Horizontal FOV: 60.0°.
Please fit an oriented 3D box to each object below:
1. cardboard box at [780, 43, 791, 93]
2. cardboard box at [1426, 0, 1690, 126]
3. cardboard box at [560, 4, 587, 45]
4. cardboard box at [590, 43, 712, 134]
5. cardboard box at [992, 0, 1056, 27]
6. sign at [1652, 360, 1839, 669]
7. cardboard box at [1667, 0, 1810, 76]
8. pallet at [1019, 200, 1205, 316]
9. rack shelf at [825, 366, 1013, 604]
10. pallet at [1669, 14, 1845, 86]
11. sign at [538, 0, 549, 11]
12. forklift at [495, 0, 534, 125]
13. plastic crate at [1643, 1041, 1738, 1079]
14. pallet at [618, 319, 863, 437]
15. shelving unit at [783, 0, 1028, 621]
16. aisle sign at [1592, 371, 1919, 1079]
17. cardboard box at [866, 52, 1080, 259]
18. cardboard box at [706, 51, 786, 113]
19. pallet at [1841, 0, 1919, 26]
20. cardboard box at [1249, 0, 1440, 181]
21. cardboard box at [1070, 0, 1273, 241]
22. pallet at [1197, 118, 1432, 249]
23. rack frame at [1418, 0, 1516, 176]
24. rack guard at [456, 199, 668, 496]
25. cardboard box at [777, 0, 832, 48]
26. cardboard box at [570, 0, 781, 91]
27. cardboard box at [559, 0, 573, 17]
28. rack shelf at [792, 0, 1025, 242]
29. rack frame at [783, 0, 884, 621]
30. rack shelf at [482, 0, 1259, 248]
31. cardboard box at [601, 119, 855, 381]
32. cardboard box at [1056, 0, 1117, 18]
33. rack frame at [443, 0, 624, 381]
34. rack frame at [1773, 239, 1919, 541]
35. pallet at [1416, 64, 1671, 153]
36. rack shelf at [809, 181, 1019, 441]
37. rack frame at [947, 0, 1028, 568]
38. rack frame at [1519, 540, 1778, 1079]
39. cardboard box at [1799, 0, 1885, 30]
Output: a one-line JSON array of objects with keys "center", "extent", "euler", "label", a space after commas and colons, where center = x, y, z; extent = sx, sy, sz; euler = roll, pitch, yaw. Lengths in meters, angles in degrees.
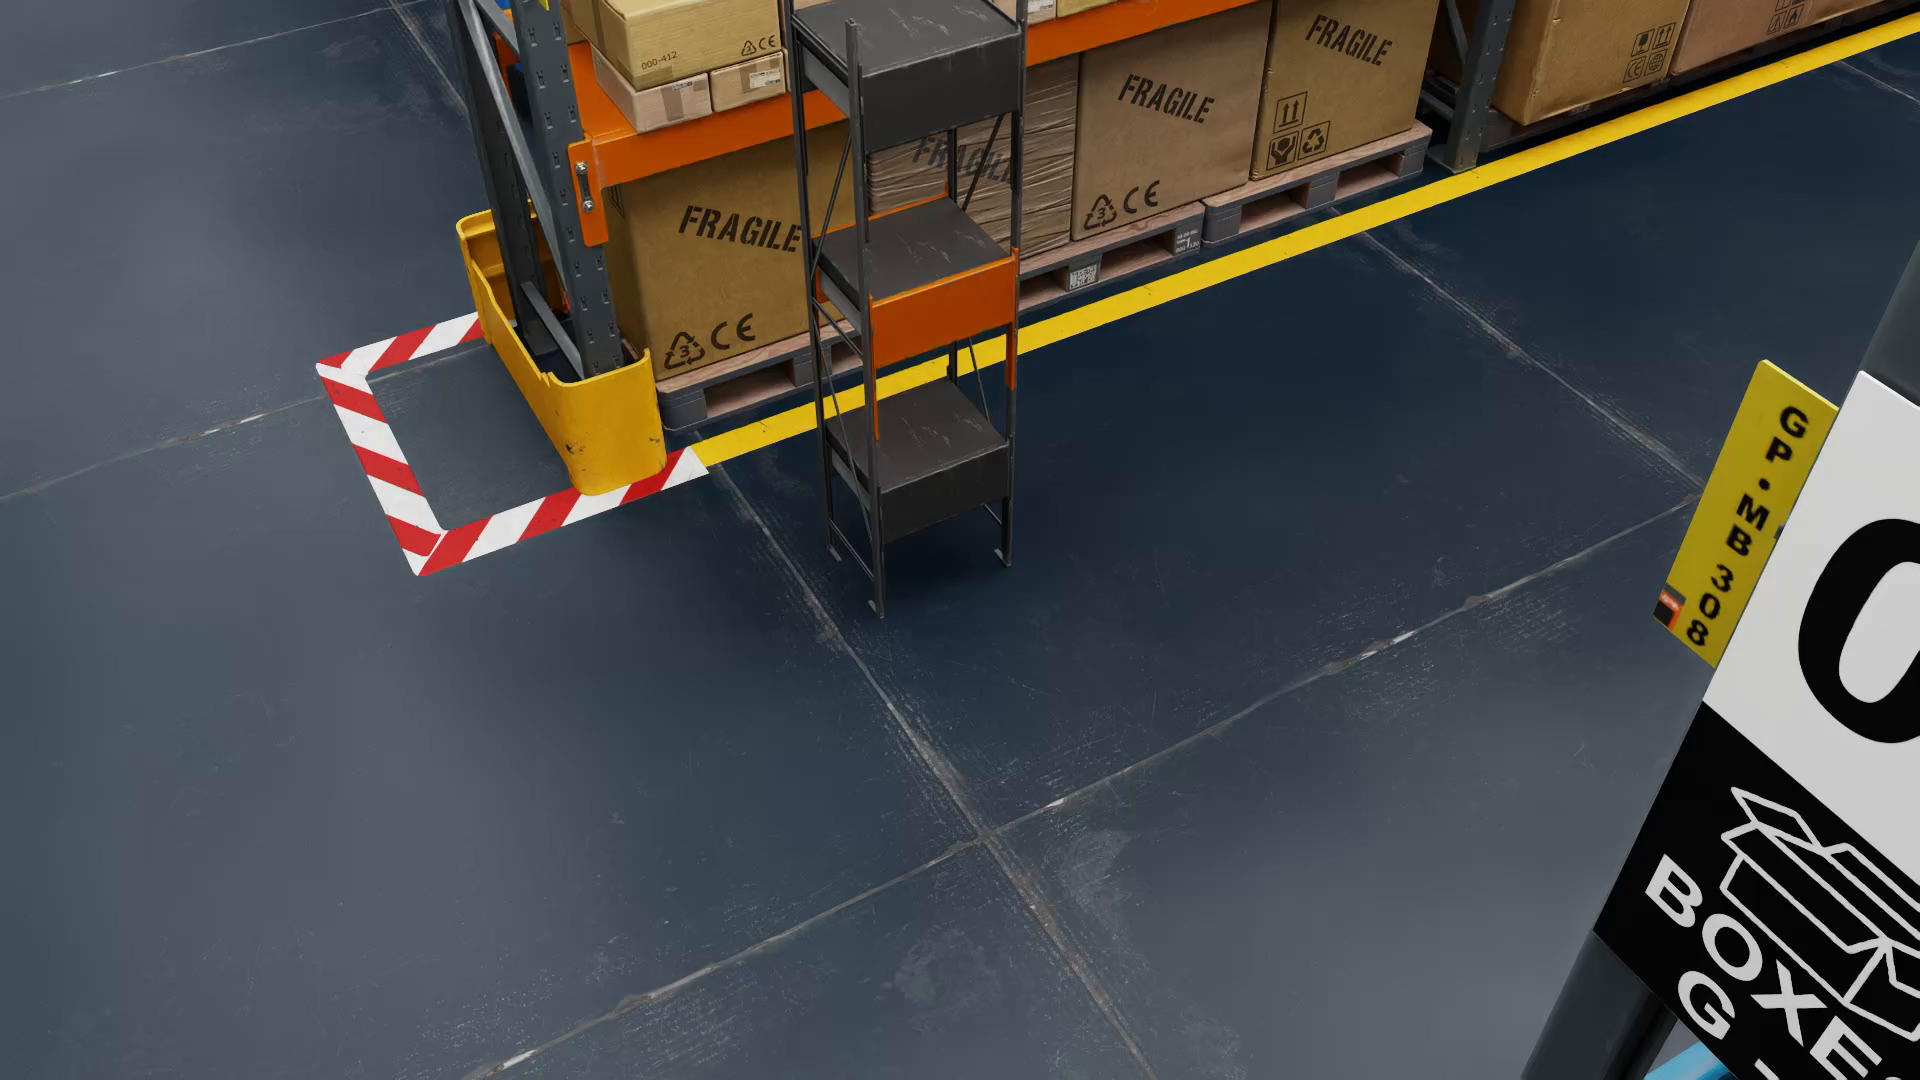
[{"center": [-0.541, -1.649, 5.476], "extent": [0.250, 0.149, 0.380], "euler": [-23, 49, -22], "label": "cardboard box"}, {"center": [2.556, -2.647, 7.548], "extent": [0.875, 0.875, 1.225], "euler": [-22, 48, -21], "label": "cardboard box"}, {"center": [-1.312, -1.869, 5.702], "extent": [0.250, 0.149, 0.380], "euler": [-21, 48, -20], "label": "cardboard box"}, {"center": [-0.985, -1.470, 5.292], "extent": [0.250, 0.149, 0.380], "euler": [-21, 48, -21], "label": "cardboard box"}, {"center": [0.129, -1.918, 5.753], "extent": [0.250, 0.149, 0.380], "euler": [-22, 48, -21], "label": "cardboard box"}, {"center": [0.722, -0.011, 1.529], "extent": [0.005, 0.325, 0.100], "euler": [-22, 48, -21], "label": "sign"}, {"center": [3.331, -2.957, 7.867], "extent": [0.875, 0.875, 1.225], "euler": [-23, 49, -22], "label": "cardboard box"}, {"center": [0.254, -1.381, 7.021], "extent": [1.213, 0.211, 1.003], "euler": [-22, 48, -21], "label": "pallet"}, {"center": [-0.144, -0.184, 5.457], "extent": [0.480, 0.518, 0.431], "euler": [-22, 48, -21], "label": "rack shelf"}, {"center": [3.702, -2.763, 8.445], "extent": [1.213, 0.211, 1.003], "euler": [-22, 48, -21], "label": "pallet"}, {"center": [-1.186, -1.638, 4.606], "extent": [0.005, 0.325, 0.100], "euler": [-22, 48, -21], "label": "sign"}, {"center": [-0.665, -3.465, 7.216], "extent": [3.031, 2.935, 1.130], "euler": [-28, 51, -26], "label": "forklift"}, {"center": [1.208, 1.091, 2.403], "extent": [0.499, 0.435, 0.616], "euler": [-22, 48, -21], "label": "plastic crate"}, {"center": [-0.803, -0.961, 6.588], "extent": [1.213, 0.211, 1.003], "euler": [-22, 48, -21], "label": "pallet"}, {"center": [-0.144, -0.696, 4.960], "extent": [0.503, 2.100, 0.431], "euler": [-22, 48, -21], "label": "shelving unit"}, {"center": [0.802, 0.269, 1.452], "extent": [0.004, 0.787, 0.394], "euler": [-22, 48, -21], "label": "aisle sign"}, {"center": [-0.153, -1.611, 6.480], "extent": [0.875, 0.875, 0.875], "euler": [-22, 48, -21], "label": "cardboard box"}, {"center": [-0.763, -1.560, 5.384], "extent": [0.250, 0.149, 0.380], "euler": [-22, 48, -22], "label": "cardboard box"}, {"center": [4.759, -3.183, 8.879], "extent": [1.213, 0.211, 1.003], "euler": [-22, 48, -21], "label": "pallet"}, {"center": [1.399, -2.232, 7.120], "extent": [0.875, 0.875, 0.875], "euler": [-22, 48, -21], "label": "cardboard box"}, {"center": [0.619, -1.920, 6.798], "extent": [0.875, 0.875, 0.875], "euler": [-22, 48, -21], "label": "cardboard box"}, {"center": [1.313, -1.807, 7.461], "extent": [1.213, 0.211, 1.003], "euler": [-22, 48, -21], "label": "pallet"}, {"center": [2.011, -3.024, 6.713], "extent": [0.127, 3.000, 1.000], "euler": [-22, 48, -21], "label": "rack frame"}, {"center": [-1.478, -0.731, 6.144], "extent": [0.348, 0.500, 1.175], "euler": [-22, 48, -21], "label": "rack guard"}, {"center": [-0.459, -1.877, 5.425], "extent": [0.500, 0.250, 0.500], "euler": [-22, 48, -21], "label": "cardboard box"}, {"center": [-0.906, -1.693, 5.235], "extent": [0.500, 0.250, 0.500], "euler": [-23, 49, -22], "label": "cardboard box"}, {"center": [-1.169, -2.018, 5.570], "extent": [0.500, 0.250, 0.500], "euler": [-23, 48, -22], "label": "cardboard box"}, {"center": [-0.144, -1.189, 4.482], "extent": [0.480, 0.518, 0.431], "euler": [-22, 48, -21], "label": "rack shelf"}, {"center": [-0.355, -0.611, 4.872], "extent": [0.015, 2.100, 0.400], "euler": [-22, 48, -21], "label": "rack frame"}, {"center": [0.277, -2.072, 6.248], "extent": [4.000, 0.370, 1.077], "euler": [-22, 48, -21], "label": "rack shelf"}, {"center": [-0.942, -1.295, 6.155], "extent": [0.875, 0.875, 0.875], "euler": [-22, 48, -21], "label": "cardboard box"}, {"center": [0.348, -2.005, 5.842], "extent": [0.250, 0.149, 0.380], "euler": [-23, 49, -22], "label": "cardboard box"}, {"center": [-1.457, -1.637, 5.283], "extent": [0.127, 3.000, 1.000], "euler": [-22, 48, -21], "label": "rack frame"}, {"center": [1.011, -0.799, 0.111], "extent": [0.127, 3.000, 1.000], "euler": [-22, 48, -21], "label": "rack frame"}, {"center": [2.643, -2.337, 8.006], "extent": [1.213, 0.211, 1.003], "euler": [-22, 48, -21], "label": "pallet"}, {"center": [-0.144, -0.686, 4.969], "extent": [0.480, 0.518, 0.431], "euler": [-22, 48, -21], "label": "rack shelf"}, {"center": [0.068, -0.781, 5.047], "extent": [0.015, 2.100, 0.400], "euler": [-22, 48, -21], "label": "rack frame"}, {"center": [1.011, 1.354, 2.201], "extent": [0.127, 3.000, 1.000], "euler": [-22, 48, -21], "label": "rack frame"}, {"center": [4.094, -3.269, 8.189], "extent": [0.875, 0.875, 1.225], "euler": [-22, 48, -21], "label": "cardboard box"}]
